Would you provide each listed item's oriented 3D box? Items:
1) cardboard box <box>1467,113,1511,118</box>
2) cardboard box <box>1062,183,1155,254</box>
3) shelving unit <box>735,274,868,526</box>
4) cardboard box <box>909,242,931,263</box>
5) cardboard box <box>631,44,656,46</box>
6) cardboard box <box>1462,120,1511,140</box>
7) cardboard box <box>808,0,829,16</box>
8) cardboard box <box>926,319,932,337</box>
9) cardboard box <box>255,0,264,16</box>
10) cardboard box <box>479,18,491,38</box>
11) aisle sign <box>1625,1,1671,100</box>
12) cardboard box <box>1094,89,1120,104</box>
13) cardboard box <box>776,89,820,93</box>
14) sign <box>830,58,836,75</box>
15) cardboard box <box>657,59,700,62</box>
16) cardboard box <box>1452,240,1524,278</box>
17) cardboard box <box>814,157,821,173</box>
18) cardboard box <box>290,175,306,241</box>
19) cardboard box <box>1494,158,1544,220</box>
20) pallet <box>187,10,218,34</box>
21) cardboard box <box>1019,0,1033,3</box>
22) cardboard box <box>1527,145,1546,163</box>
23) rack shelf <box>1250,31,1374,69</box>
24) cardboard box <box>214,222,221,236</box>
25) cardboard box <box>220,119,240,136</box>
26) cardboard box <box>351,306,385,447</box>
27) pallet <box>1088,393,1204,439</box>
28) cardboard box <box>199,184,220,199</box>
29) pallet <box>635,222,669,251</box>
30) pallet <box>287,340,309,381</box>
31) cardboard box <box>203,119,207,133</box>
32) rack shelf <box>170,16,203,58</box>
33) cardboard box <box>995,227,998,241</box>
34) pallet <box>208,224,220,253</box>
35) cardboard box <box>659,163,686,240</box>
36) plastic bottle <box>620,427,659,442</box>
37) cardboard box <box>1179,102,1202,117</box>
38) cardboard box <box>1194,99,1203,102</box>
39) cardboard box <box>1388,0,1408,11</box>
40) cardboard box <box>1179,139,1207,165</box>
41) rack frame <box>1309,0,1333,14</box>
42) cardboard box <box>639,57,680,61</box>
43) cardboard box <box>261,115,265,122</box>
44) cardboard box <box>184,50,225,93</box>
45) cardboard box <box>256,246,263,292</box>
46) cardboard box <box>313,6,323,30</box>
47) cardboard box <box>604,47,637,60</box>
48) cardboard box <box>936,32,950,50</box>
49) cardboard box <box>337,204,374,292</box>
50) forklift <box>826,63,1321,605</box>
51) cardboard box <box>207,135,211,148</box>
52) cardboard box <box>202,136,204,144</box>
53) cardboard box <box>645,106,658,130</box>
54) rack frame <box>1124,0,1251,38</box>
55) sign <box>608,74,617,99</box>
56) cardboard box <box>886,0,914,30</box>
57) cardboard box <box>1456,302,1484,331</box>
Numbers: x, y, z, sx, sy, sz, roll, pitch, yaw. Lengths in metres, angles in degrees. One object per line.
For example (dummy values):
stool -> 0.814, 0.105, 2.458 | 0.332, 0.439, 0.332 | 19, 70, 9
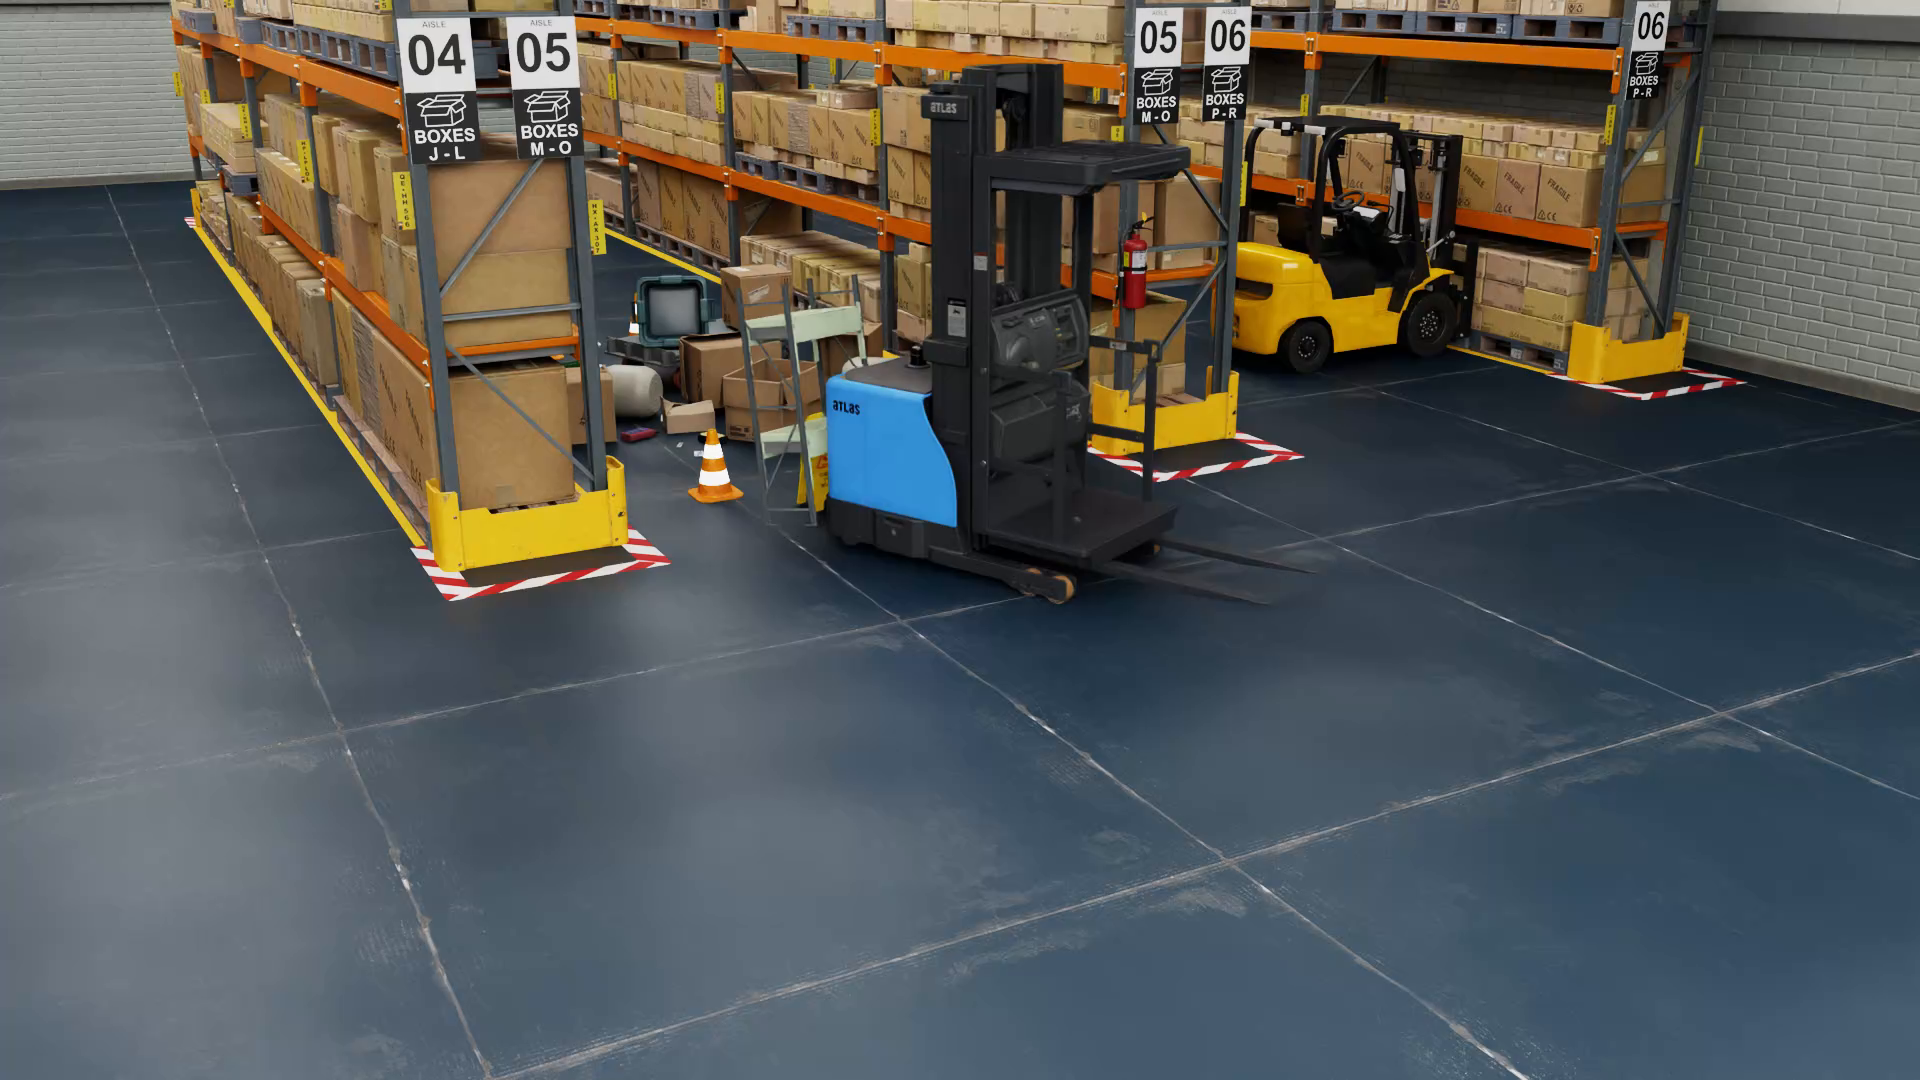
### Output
cardboard box -> 5.171, -4.076, 16.241 | 0.380, 0.149, 0.250 | -9, 21, -25
cardboard box -> 1.114, -2.459, 12.550 | 0.500, 0.500, 0.500 | -10, 22, -28
shelving unit -> -0.950, -0.903, 10.659 | 0.431, 1.500, 0.755 | 1, 13, 33
cardboard box -> -0.237, -2.610, 15.024 | 0.380, 0.149, 0.250 | -10, 21, -26
cardboard box -> -4.300, -6.698, 22.764 | 0.380, 0.149, 0.250 | -10, 22, -27
cardboard box -> 4.931, -3.844, 15.568 | 0.380, 0.149, 0.250 | -10, 21, -26
cardboard box -> -1.168, -5.290, 16.350 | 0.500, 0.250, 0.500 | -10, 21, -26
cardboard box -> 0.020, -1.842, 14.944 | 0.500, 0.250, 0.500 | -9, 21, -24
cardboard box -> -5.862, -4.747, 14.532 | 0.500, 0.311, 0.500 | -10, 22, -28
cardboard box -> -2.697, -3.129, 10.089 | 0.380, 0.149, 0.250 | -10, 21, -26
aisle sign -> 5.753, -4.093, 13.908 | 0.394, 0.787, 0.004 | -10, 21, -27
cardboard box -> 2.075, -5.642, 21.587 | 0.500, 0.500, 0.500 | -9, 21, -24
cardboard box -> -1.725, -4.754, 18.556 | 0.500, 0.500, 0.500 | -11, 22, -28
sign -> -2.095, -7.846, 27.444 | 0.100, 0.325, 0.005 | -10, 21, -27
cardboard box -> -3.651, -6.034, 21.832 | 0.500, 0.500, 0.500 | -9, 21, -25
cardboard box -> 4.991, -2.672, 15.816 | 0.500, 0.250, 0.500 | -10, 21, -26
cardboard box -> -1.245, -3.786, 16.747 | 0.380, 0.149, 0.250 | -10, 21, -27
cardboard box -> -5.317, -2.811, 14.027 | 0.500, 0.500, 0.500 | -10, 22, -27
cardboard box -> 5.277, -3.226, 15.229 | 0.500, 0.500, 0.500 | -9, 21, -25
pallet -> -7.698, -5.645, 18.083 | 1.213, 0.211, 1.003 | -10, 21, -27
cardboard box -> 0.681, -4.267, 12.964 | 0.380, 0.149, 0.250 | -11, 22, -28
cardboard box -> 5.352, -3.491, 15.002 | 0.380, 0.149, 0.250 | -10, 21, -26
rack shelf -> 3.131, -5.728, 19.138 | 1.077, 0.370, 4.000 | -10, 21, -27
cardboard box -> -9.371, -4.015, 21.395 | 0.380, 0.149, 0.250 | -10, 21, -27
cardboard box -> -7.501, -4.313, 17.362 | 0.380, 0.149, 0.250 | -9, 21, -25
cardboard box -> -3.926, -1.255, 12.284 | 0.875, 0.875, 0.875 | -10, 21, -26
pallet -> 1.223, -1.100, 13.497 | 1.003, 0.211, 1.213 | -10, 21, -27
cardboard box -> -10.099, -4.732, 22.561 | 0.380, 0.149, 0.250 | -10, 21, -27
pallet -> -3.652, -4.075, 22.117 | 1.003, 0.211, 1.213 | -10, 21, -27
pallet -> -5.610, -1.753, 15.388 | 1.003, 0.211, 1.213 | -10, 21, -27
cardboard box -> -8.486, -4.769, 19.139 | 0.380, 0.149, 0.250 | -10, 22, -28
rack shelf -> -9.343, -6.459, 21.256 | 1.077, 0.370, 4.000 | -10, 21, -27
cardboard box -> 0.325, -2.611, 13.984 | 0.380, 0.149, 0.250 | -10, 21, -27
pallet -> -9.326, -4.027, 21.978 | 1.003, 0.211, 1.213 | -10, 21, -27
cardboard box -> -3.284, -4.373, 21.320 | 0.875, 0.875, 0.875 | -9, 21, -25
plastic bottle -> -2.487, -0.825, 12.929 | 0.133, 0.061, 0.283 | 16, 25, 39
cardboard box -> 2.696, -5.073, 19.585 | 0.380, 0.149, 0.250 | -9, 21, -26
cardboard box -> 3.040, -5.228, 20.036 | 0.380, 0.149, 0.250 | -10, 21, -27
cardboard box -> 4.392, -5.225, 16.164 | 0.380, 0.149, 0.250 | -9, 21, -25
cardboard box -> 2.907, -4.547, 19.441 | 0.500, 0.250, 0.500 | -9, 21, -25
rack frame -> 4.081, -6.912, 16.868 | 1.000, 3.000, 0.127 | -10, 21, -27
cardboard box -> -4.098, -6.297, 22.596 | 0.500, 0.500, 0.500 | -10, 21, -26
cardboard box -> -8.030, -4.944, 19.646 | 0.380, 0.149, 0.250 | -9, 21, -25
cardboard box -> -9.595, -6.004, 21.289 | 0.500, 0.500, 0.500 | -11, 22, -28
cardboard box -> -7.036, -2.824, 17.406 | 0.500, 0.500, 0.500 | -10, 21, -27
cardboard box -> -4.235, -3.607, 11.475 | 0.380, 0.149, 0.250 | -10, 22, -28
cardboard box -> -4.511, -6.469, 22.098 | 0.380, 0.149, 0.250 | -10, 22, -28
cardboard box -> 0.020, -4.262, 14.172 | 0.380, 0.149, 0.250 | -9, 21, -25
cardboard box -> -3.974, -2.150, 12.033 | 0.875, 0.550, 0.550 | -10, 21, -27
forklift -> 0.642, -1.212, 9.650 | 3.031, 2.935, 1.130 | 14, 23, 34
cardboard box -> -8.359, -4.552, 18.965 | 0.380, 0.149, 0.250 | -10, 21, -26
cardboard box -> -9.540, -5.172, 21.406 | 0.380, 0.149, 0.250 | -10, 21, -26
cardboard box -> -3.635, -5.304, 20.868 | 0.500, 0.250, 0.500 | -10, 21, -26
rack frame -> 1.614, -4.994, 11.309 | 1.000, 3.000, 0.127 | -10, 21, -27
sign -> -4.572, -5.963, 21.866 | 0.100, 0.325, 0.005 | -10, 21, -27
cardboard box -> -0.318, -4.625, 14.613 | 0.500, 0.250, 0.500 | -10, 22, -28
cardboard box -> 5.022, -2.202, 15.986 | 0.500, 0.250, 0.500 | -10, 21, -26
